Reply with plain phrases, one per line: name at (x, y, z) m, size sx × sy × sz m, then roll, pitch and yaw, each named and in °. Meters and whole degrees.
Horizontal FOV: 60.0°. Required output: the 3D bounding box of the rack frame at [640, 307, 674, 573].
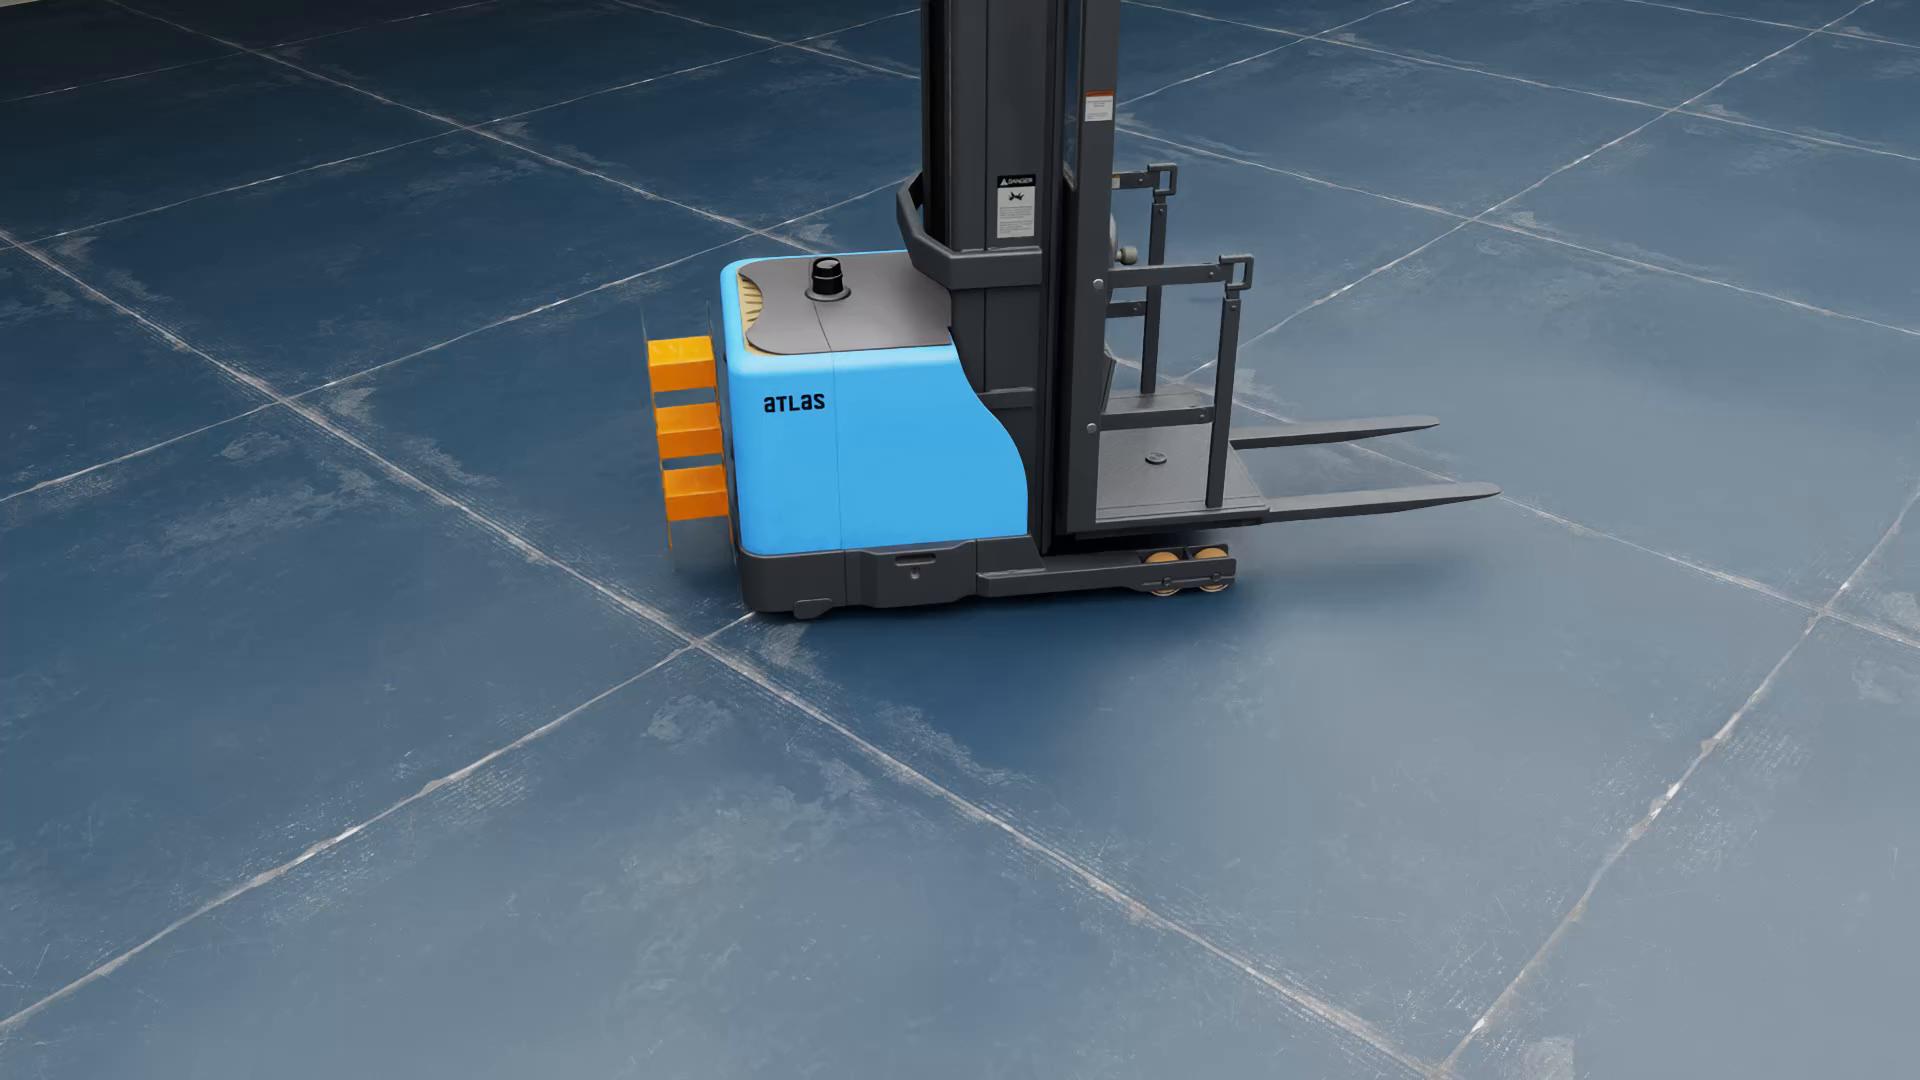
rack frame at (-1.150, -0.364, 6.330) m, size 0.008 × 1.050 × 0.200 m, roll -7°, pitch 34°, yaw -9°

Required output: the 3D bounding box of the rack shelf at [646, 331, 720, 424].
rack shelf at (-1.033, -0.607, 6.200) m, size 0.240 × 0.259 × 0.215 m, roll -7°, pitch 34°, yaw -9°

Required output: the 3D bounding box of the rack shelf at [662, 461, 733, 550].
rack shelf at (-1.029, -0.137, 6.508) m, size 0.240 × 0.259 × 0.215 m, roll -7°, pitch 34°, yaw -9°

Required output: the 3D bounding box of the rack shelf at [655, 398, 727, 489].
rack shelf at (-1.031, -0.370, 6.356) m, size 0.240 × 0.259 × 0.215 m, roll -7°, pitch 34°, yaw -9°

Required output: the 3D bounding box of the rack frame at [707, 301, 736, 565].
rack frame at (-0.911, -0.392, 6.370) m, size 0.008 × 1.050 × 0.200 m, roll -7°, pitch 34°, yaw -9°

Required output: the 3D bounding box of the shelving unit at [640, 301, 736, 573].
shelving unit at (-1.031, -0.378, 6.350) m, size 0.252 × 1.050 × 0.215 m, roll -7°, pitch 34°, yaw -9°

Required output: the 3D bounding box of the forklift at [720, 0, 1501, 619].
forklift at (0.617, -1.306, 6.077) m, size 3.031 × 2.935 × 1.130 m, roll -5°, pitch 31°, yaw -8°
